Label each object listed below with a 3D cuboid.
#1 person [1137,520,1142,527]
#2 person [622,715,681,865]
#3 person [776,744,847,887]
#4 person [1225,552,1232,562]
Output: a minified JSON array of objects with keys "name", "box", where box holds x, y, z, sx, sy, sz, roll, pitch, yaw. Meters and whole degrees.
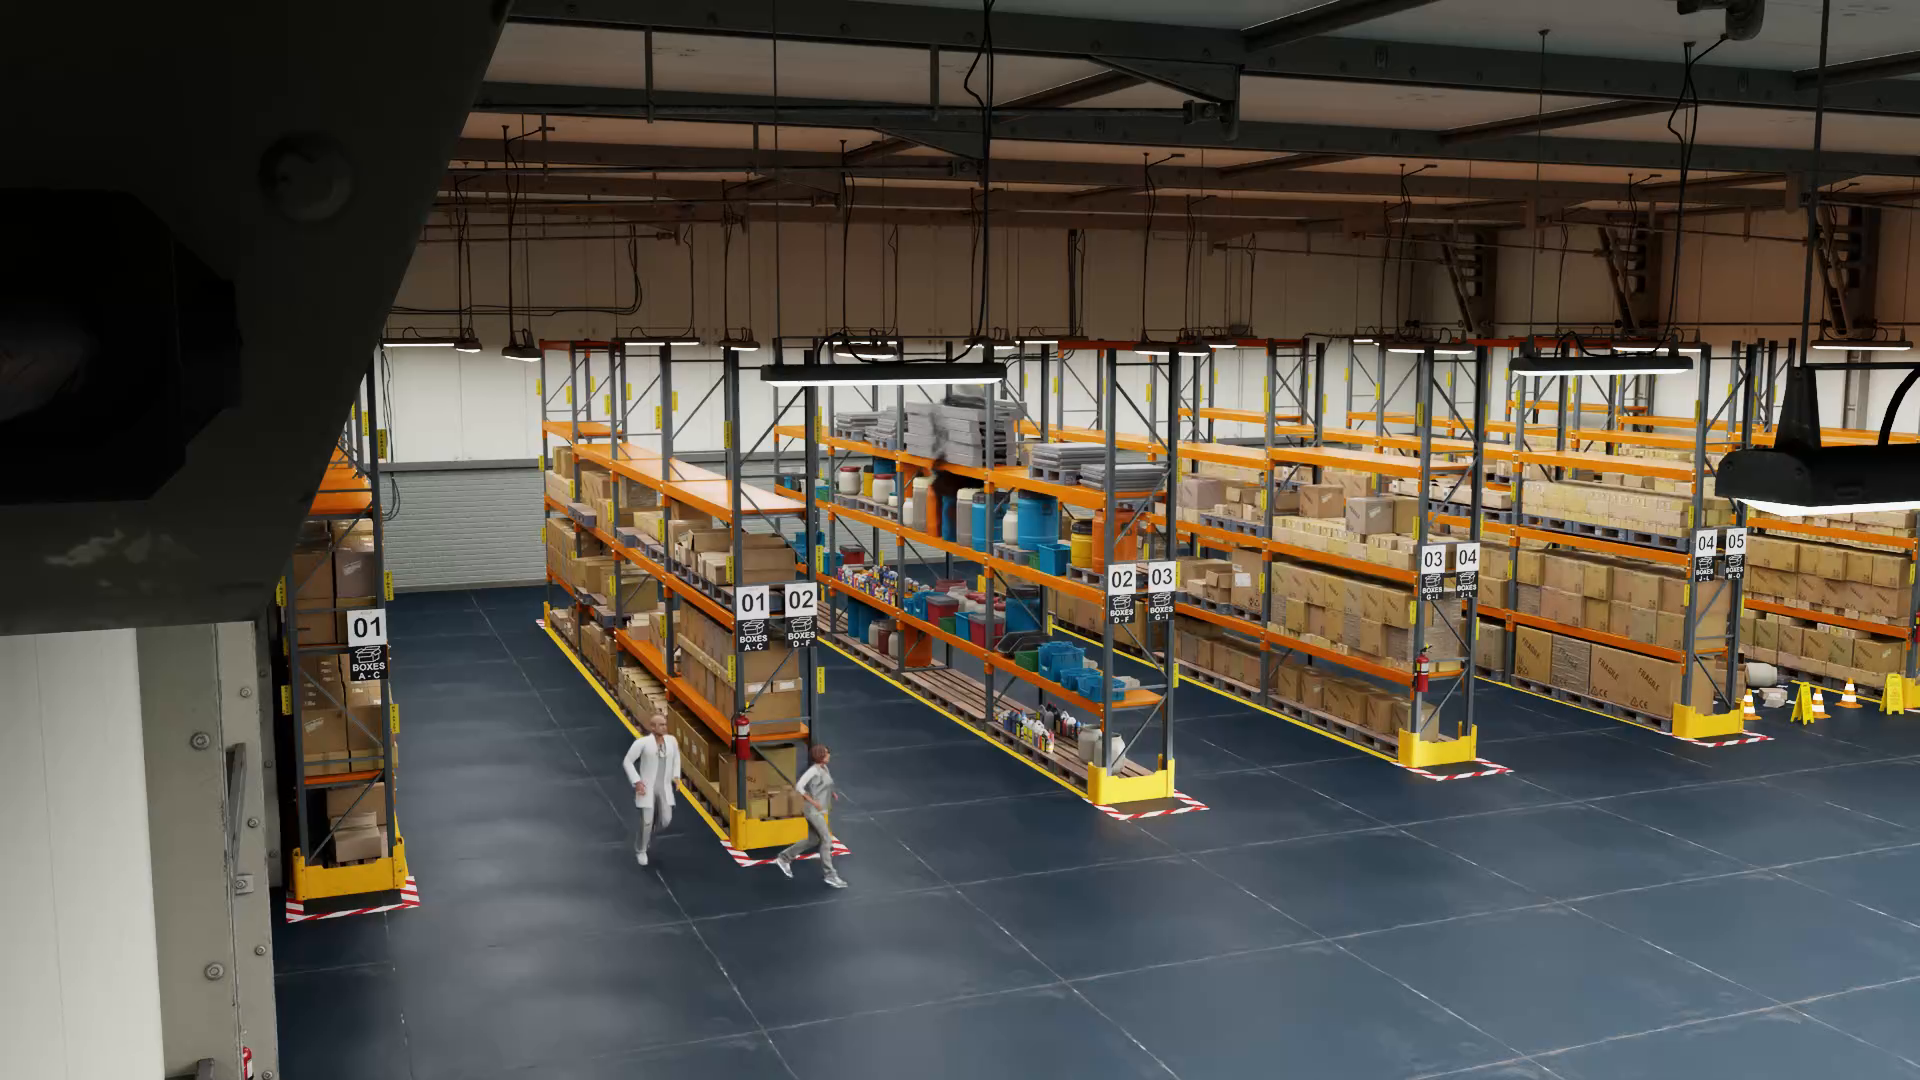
[{"name":"person","box":[4.146,0.300,39.520,0.727,1.756,0.914,1,7,5]},{"name":"person","box":[-3.621,2.937,19.744,0.769,1.728,0.587,-5,9,-34]},{"name":"person","box":[-1.677,3.108,18.916,0.825,1.596,0.566,1,8,8]},{"name":"person","box":[6.931,-0.099,42.408,0.957,1.776,0.658,-4,9,-31]}]
